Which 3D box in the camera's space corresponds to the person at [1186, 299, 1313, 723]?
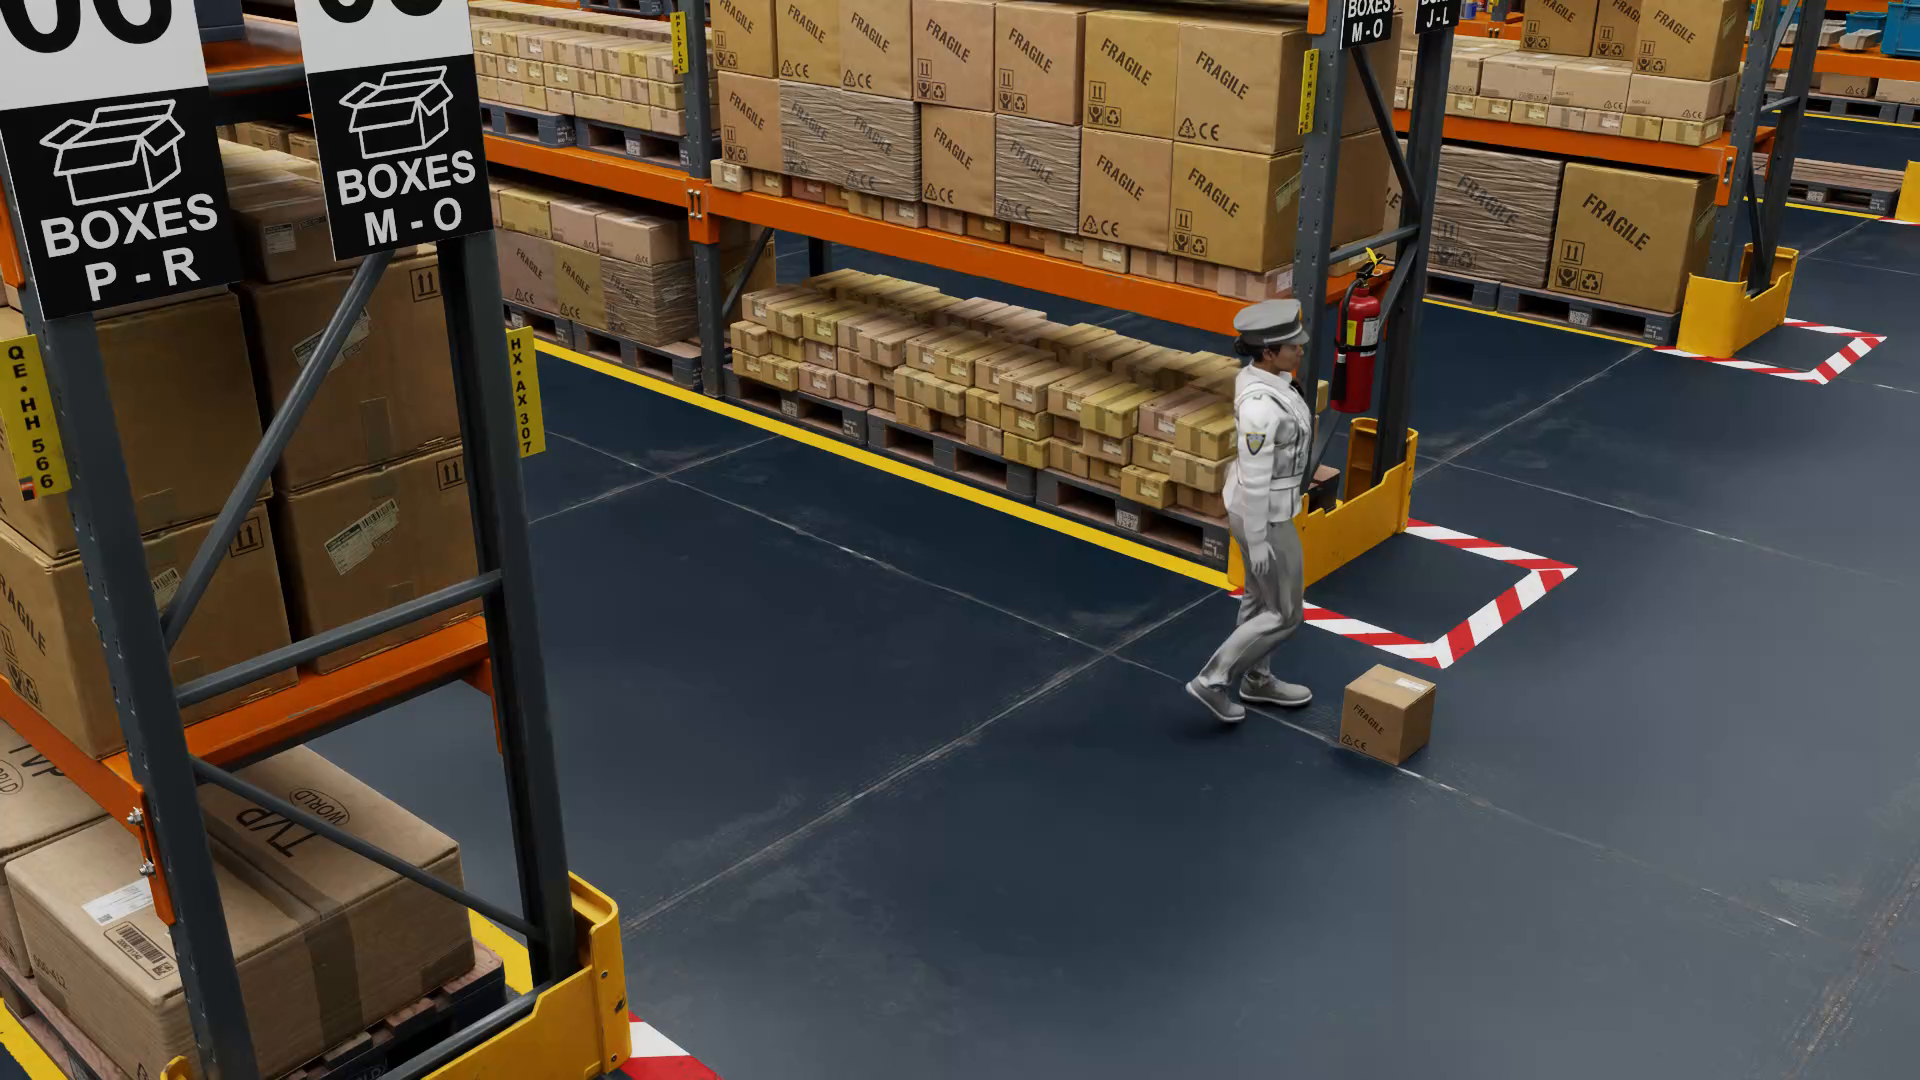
[{"bbox_3d":[1.142,-0.102,6.278,0.521,1.670,0.497,2,24,4],"label":"person"}]
